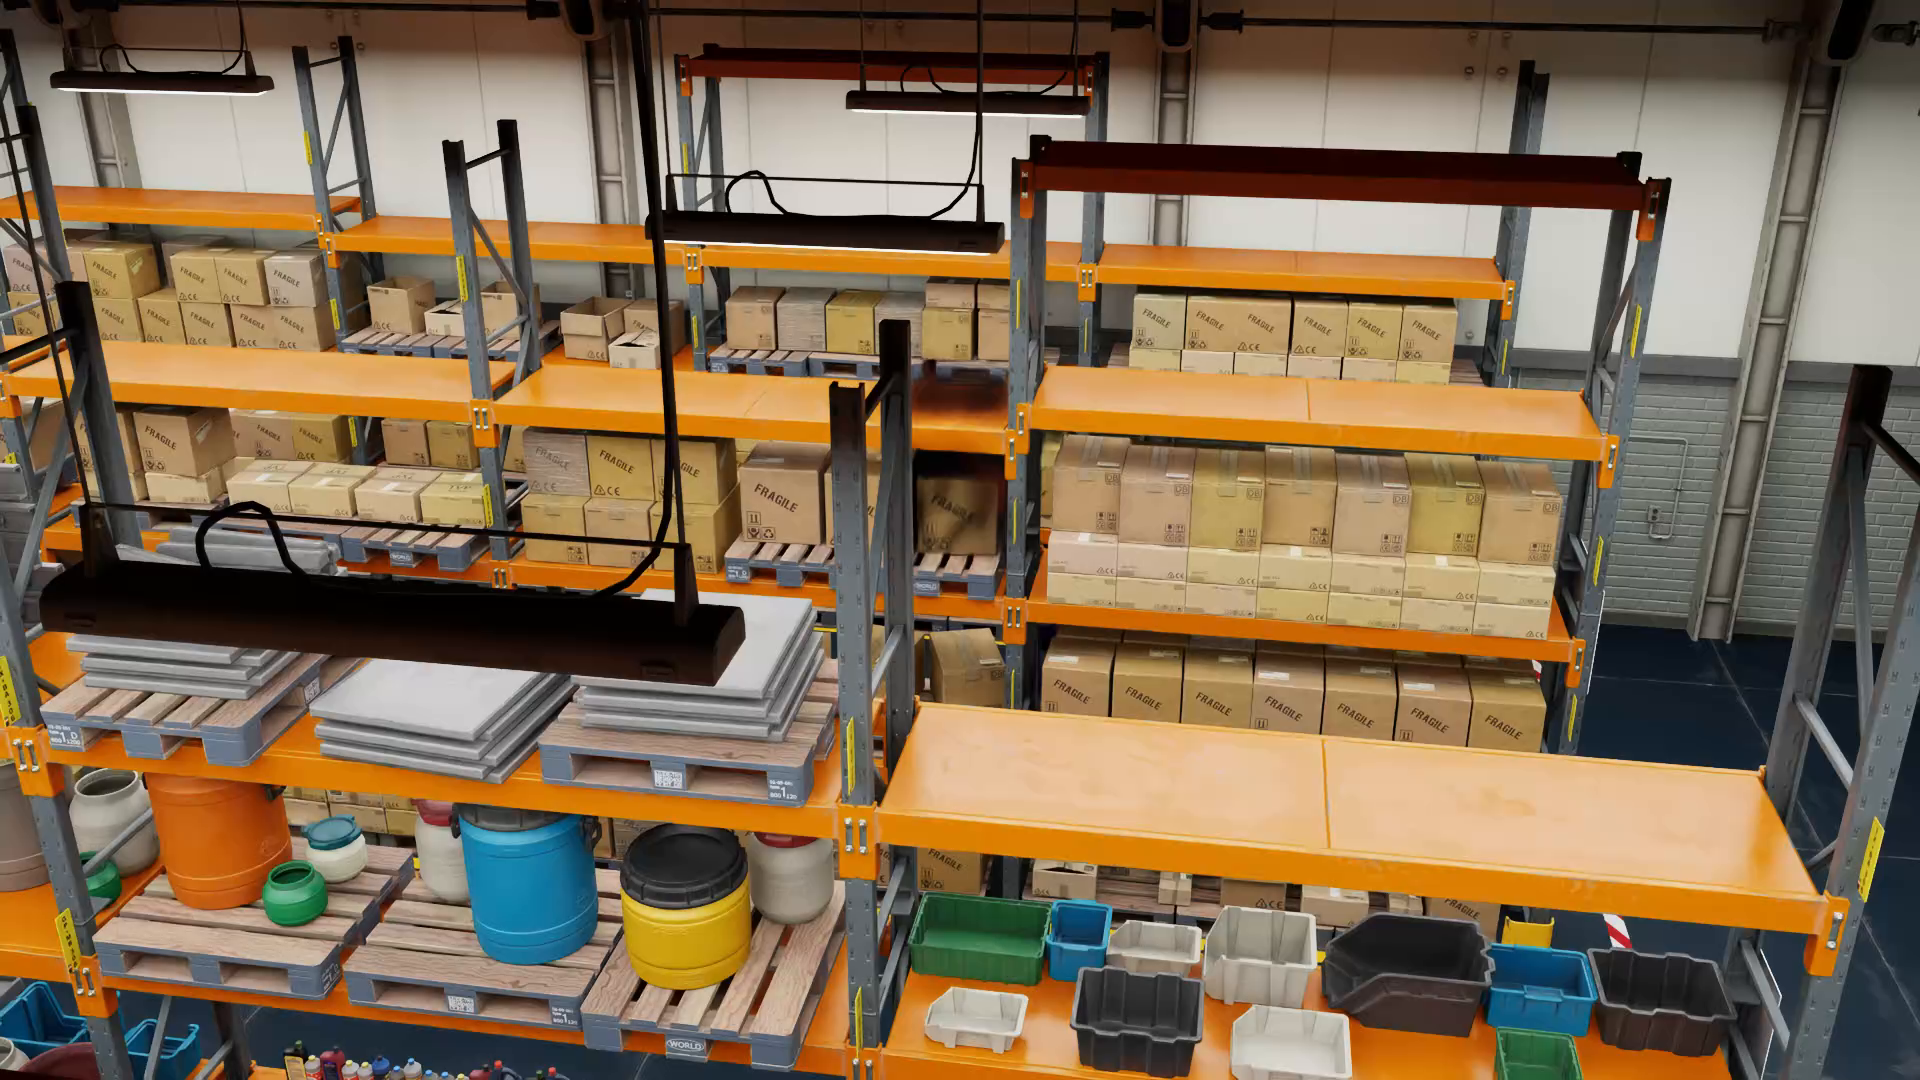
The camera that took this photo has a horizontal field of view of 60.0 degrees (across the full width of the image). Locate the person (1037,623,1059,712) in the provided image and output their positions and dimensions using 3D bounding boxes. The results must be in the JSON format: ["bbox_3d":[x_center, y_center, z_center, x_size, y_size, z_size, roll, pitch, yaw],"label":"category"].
[{"bbox_3d":[0.768,0.909,15.724,0.509,1.637,0.429,-16,28,-33],"label":"person"}]
